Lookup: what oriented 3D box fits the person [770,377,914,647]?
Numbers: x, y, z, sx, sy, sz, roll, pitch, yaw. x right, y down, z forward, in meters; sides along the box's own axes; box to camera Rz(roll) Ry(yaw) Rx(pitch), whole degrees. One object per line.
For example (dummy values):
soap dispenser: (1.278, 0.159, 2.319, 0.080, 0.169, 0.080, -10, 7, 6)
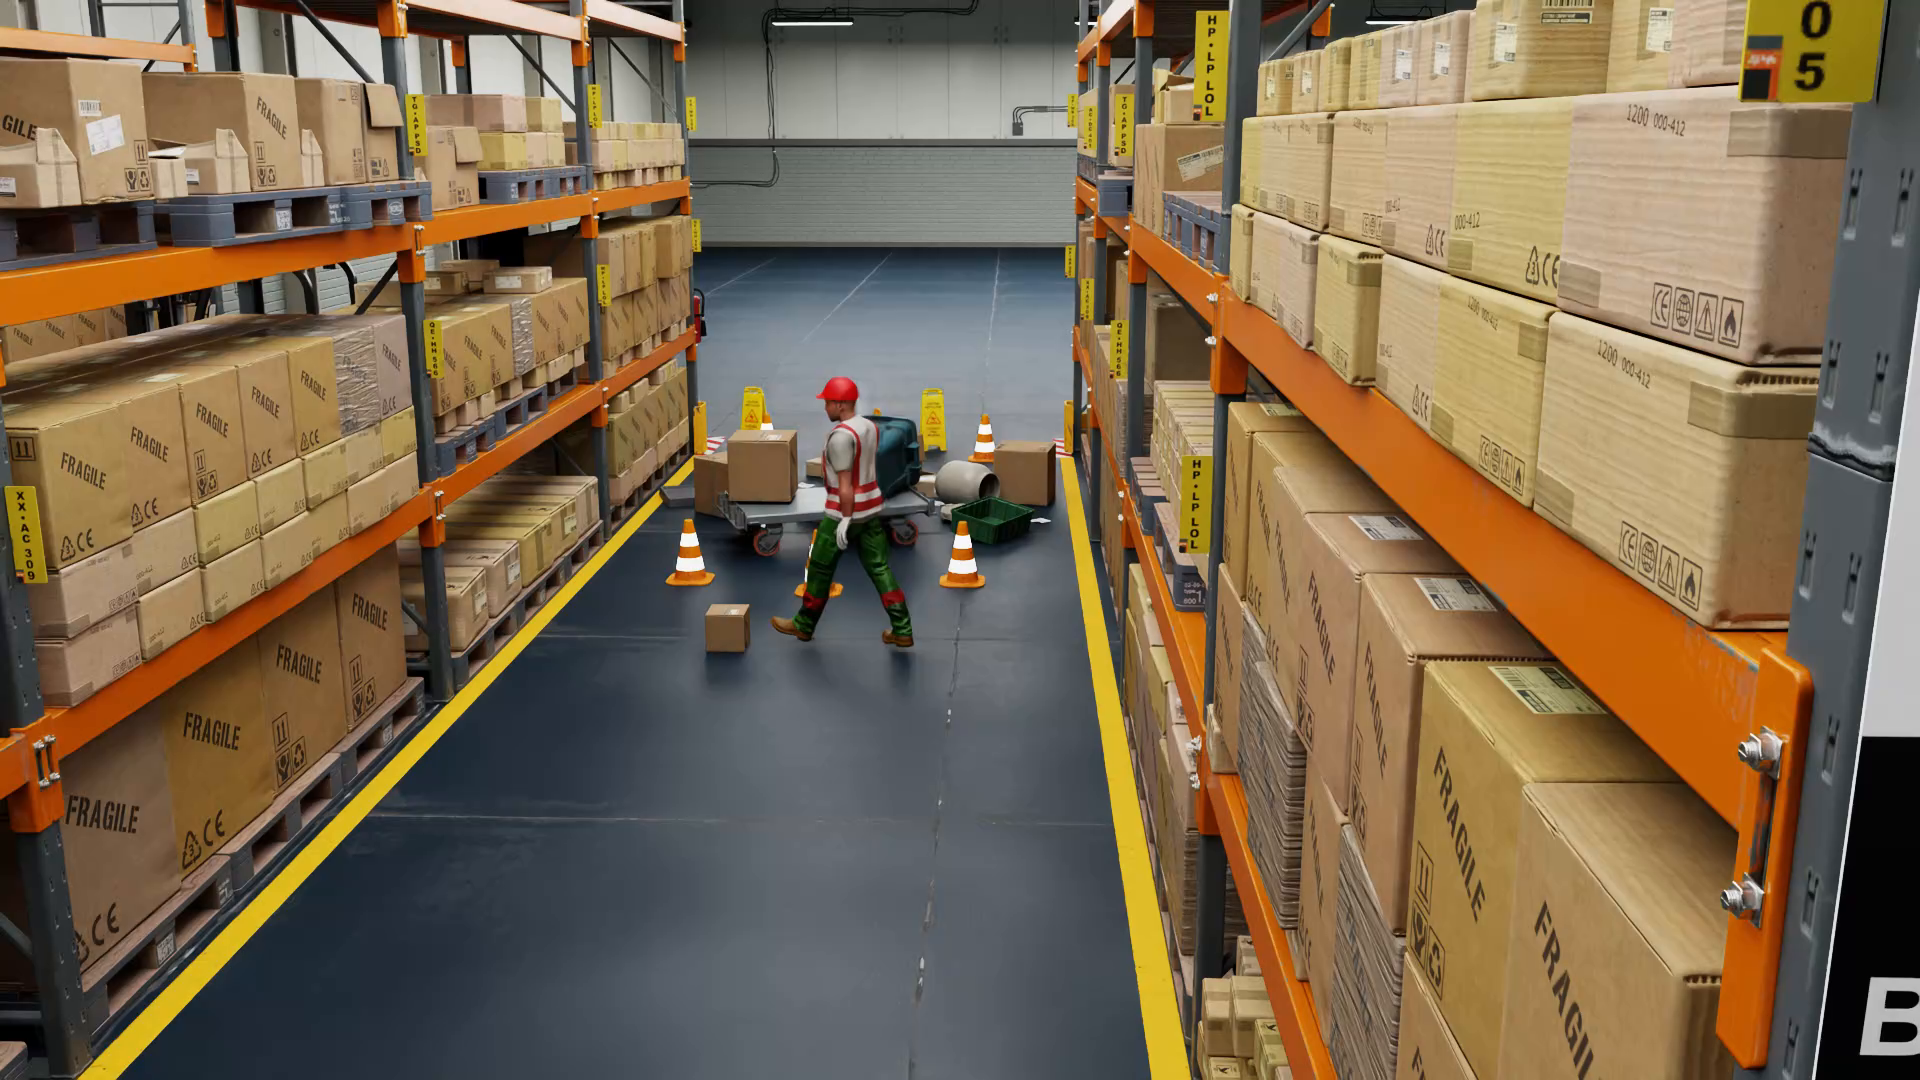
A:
person: (-0.750, -0.179, 10.661, 0.974, 1.747, 0.543, 8, 16, 31)
